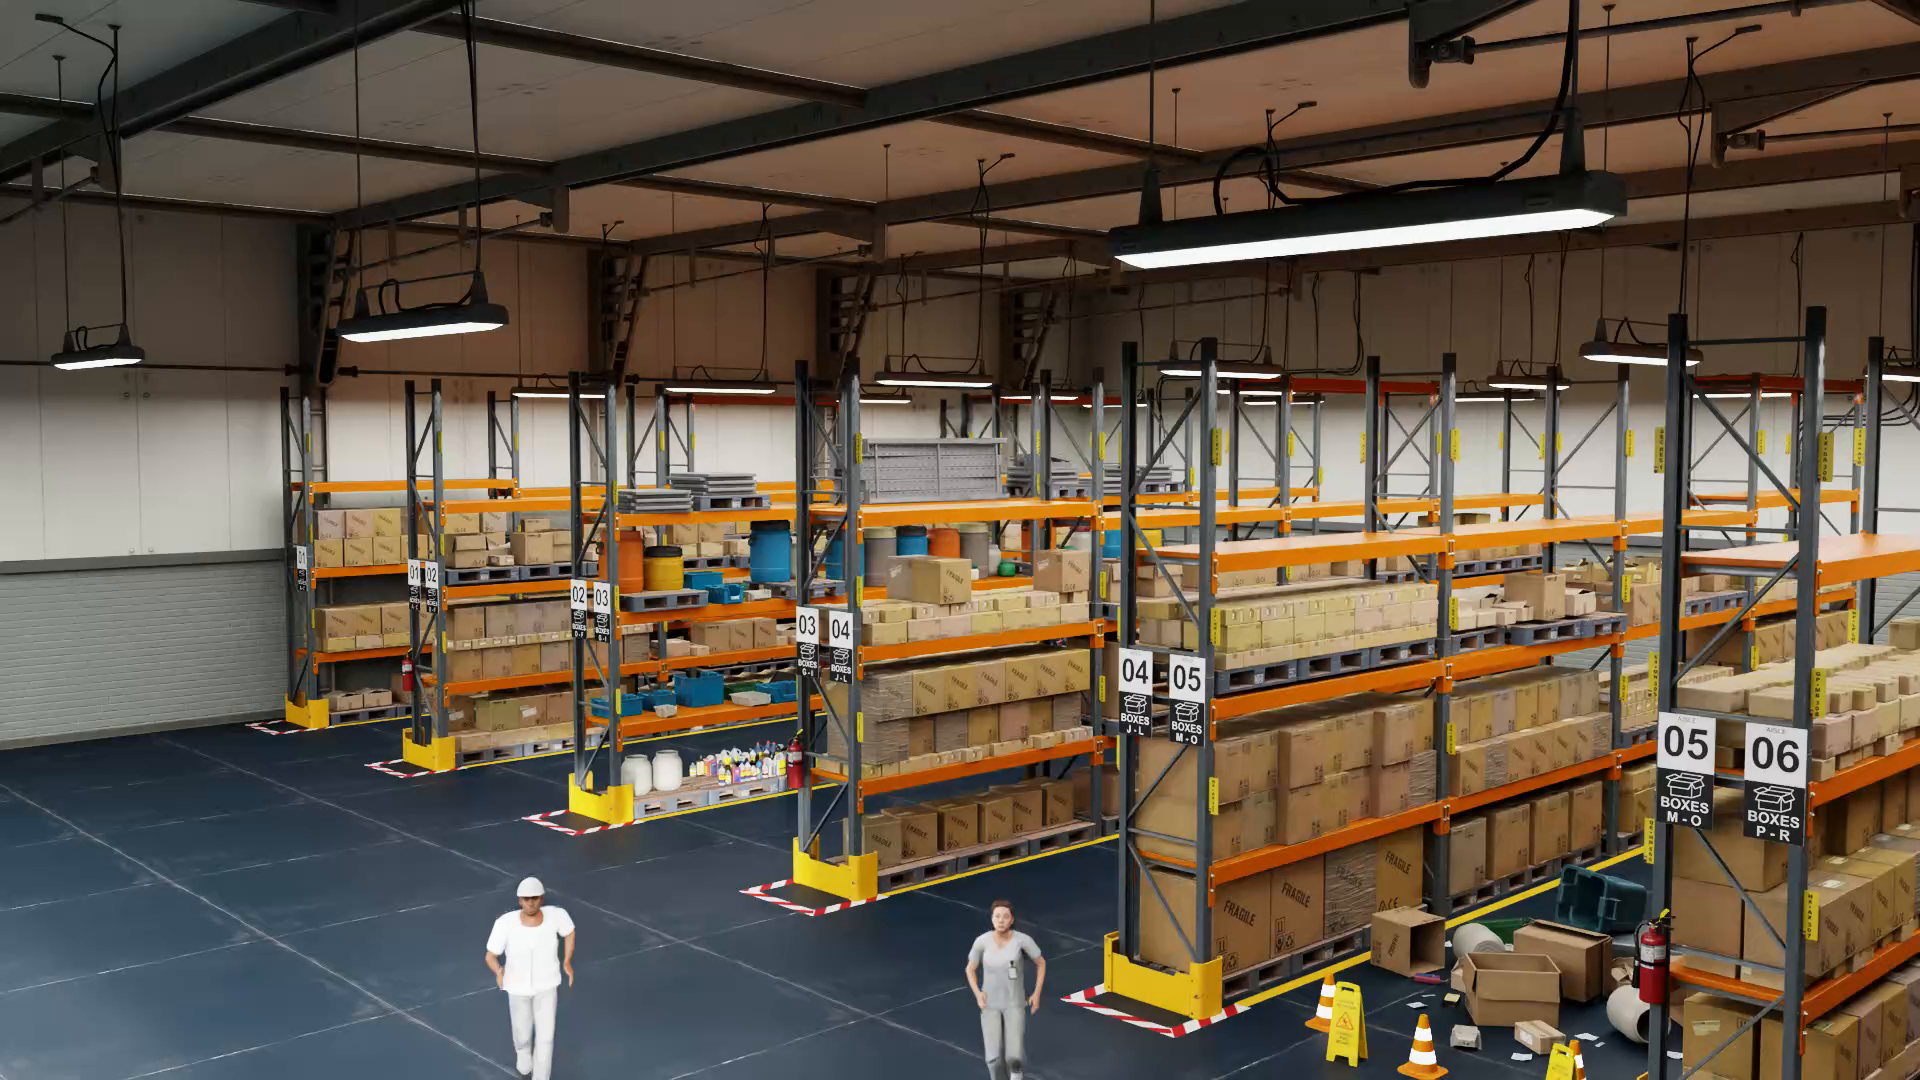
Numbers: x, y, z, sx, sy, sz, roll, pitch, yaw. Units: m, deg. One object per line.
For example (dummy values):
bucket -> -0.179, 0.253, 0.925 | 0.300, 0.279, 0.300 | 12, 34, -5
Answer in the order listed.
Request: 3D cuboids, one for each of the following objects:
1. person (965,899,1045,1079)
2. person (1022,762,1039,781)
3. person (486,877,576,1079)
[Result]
person -> 0.343, 3.537, 12.683 | 0.605, 1.626, 0.595 | 0, 4, 6
person -> 1.091, 2.715, 24.392 | 0.716, 1.755, 1.011 | 2, 4, 33
person -> -3.324, 3.462, 12.915 | 0.681, 1.761, 0.934 | -1, 4, -15
